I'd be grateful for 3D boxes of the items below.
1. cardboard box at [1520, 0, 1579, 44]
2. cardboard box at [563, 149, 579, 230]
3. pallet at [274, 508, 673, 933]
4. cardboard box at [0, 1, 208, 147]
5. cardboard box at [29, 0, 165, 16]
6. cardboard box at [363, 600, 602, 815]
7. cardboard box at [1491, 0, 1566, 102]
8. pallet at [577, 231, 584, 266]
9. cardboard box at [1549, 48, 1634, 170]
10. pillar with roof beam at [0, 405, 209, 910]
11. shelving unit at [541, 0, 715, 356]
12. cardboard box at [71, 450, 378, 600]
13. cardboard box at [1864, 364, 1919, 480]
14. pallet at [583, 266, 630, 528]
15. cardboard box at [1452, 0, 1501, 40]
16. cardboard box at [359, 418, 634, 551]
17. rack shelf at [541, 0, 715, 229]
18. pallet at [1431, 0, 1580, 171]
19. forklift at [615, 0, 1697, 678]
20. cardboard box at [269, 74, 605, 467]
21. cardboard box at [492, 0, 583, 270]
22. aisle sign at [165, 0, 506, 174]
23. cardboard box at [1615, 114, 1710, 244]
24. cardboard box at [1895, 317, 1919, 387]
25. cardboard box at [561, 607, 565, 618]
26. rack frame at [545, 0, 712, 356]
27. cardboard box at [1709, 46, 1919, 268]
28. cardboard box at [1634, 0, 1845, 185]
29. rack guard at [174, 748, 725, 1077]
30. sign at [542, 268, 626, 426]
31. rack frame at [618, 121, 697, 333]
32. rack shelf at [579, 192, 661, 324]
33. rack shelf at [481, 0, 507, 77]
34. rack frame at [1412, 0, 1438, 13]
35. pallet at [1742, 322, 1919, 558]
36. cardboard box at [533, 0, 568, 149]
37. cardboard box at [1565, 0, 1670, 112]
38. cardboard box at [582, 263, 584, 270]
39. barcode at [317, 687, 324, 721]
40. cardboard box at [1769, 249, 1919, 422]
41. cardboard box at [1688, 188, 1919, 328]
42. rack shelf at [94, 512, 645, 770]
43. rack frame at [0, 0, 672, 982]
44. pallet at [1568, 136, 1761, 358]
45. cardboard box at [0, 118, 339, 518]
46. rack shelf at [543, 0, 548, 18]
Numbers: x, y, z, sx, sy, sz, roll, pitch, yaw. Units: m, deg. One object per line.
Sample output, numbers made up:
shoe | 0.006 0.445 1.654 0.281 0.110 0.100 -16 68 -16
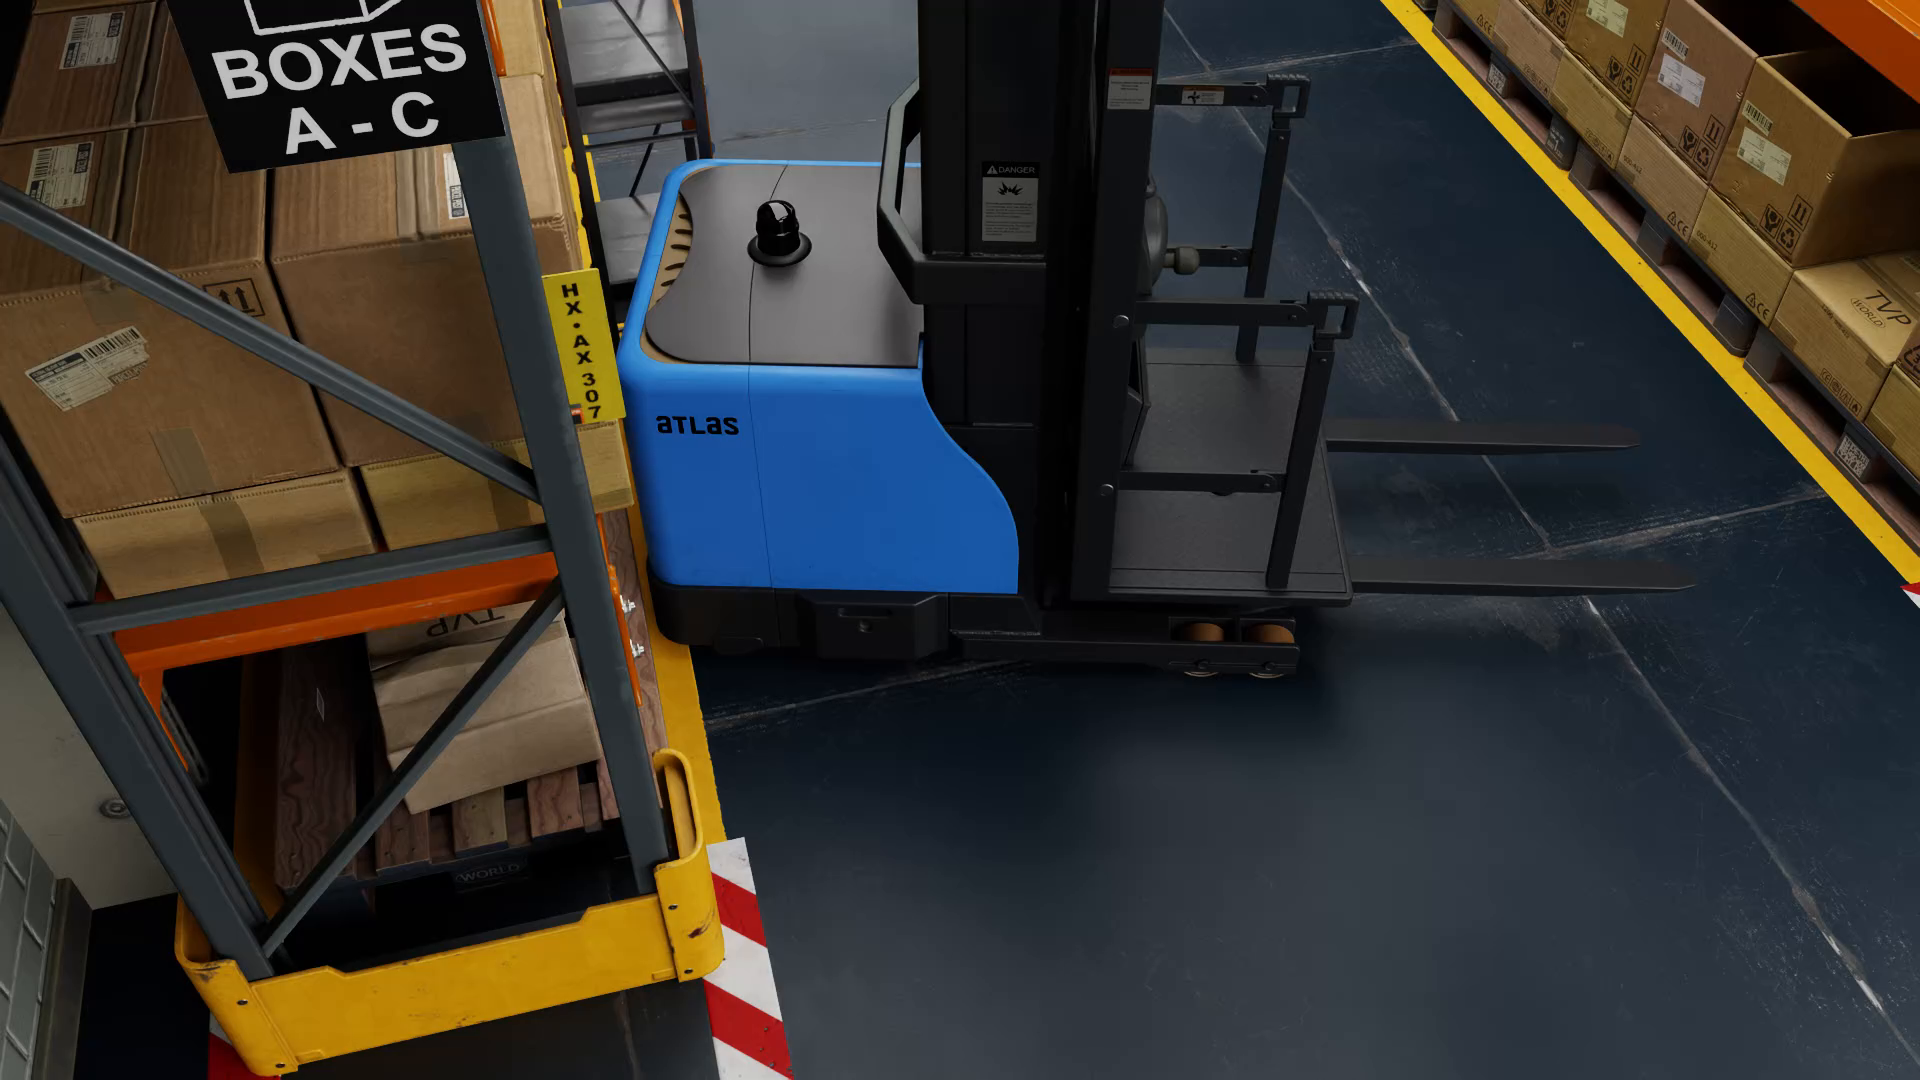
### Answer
cardboard box | 2.543 -2.321 6.531 0.500 0.500 0.500 -11 47 -10
cardboard box | -1.262 -0.983 4.205 0.500 0.250 0.500 -11 47 -11
pallet | -1.366 0.431 4.680 1.003 0.211 1.213 -11 47 -10
cardboard box | -1.618 -0.778 3.478 0.500 0.500 0.500 -10 46 -10
cardboard box | -1.755 -1.134 3.827 0.500 0.500 0.500 -12 47 -11
cardboard box | -1.263 0.368 4.364 0.500 0.311 0.500 -16 48 -15
cardboard box | 2.540 -2.058 6.798 0.500 0.250 0.500 -11 47 -10
pallet | -1.991 -1.254 6.331 1.003 0.211 1.213 -11 47 -10
cardboard box | 2.663 -1.712 6.459 0.500 0.250 0.500 -11 47 -10
pillar with roof beam | 1.973 -3.137 2.024 9.100 9.000 0.400 -11 47 -10
shelving unit | -1.011 -1.348 5.101 0.431 2.100 0.503 -11 47 -11
cardboard box | -1.480 -0.167 3.404 0.500 0.250 0.500 -10 46 -10
cardboard box | 3.192 -0.334 5.109 0.500 0.250 0.500 -11 47 -10
pallet | -1.675 -0.410 5.504 1.003 0.211 1.213 -11 47 -10
cardboard box | 2.417 -2.404 7.137 0.500 0.250 0.500 -11 47 -10
cardboard box | -0.991 -0.275 3.510 0.500 0.250 0.500 -12 47 -11
rack shelf | -1.011 -1.339 5.111 0.431 0.518 0.480 -11 47 -11
pallet | 2.754 -2.062 7.123 1.003 0.211 1.213 -11 47 -10
forklift | 0.630 -1.011 4.189 3.031 2.935 1.130 1 46 1
cardboard box | -1.004 -0.527 3.232 0.500 0.500 0.500 -11 47 -10
cardboard box | -1.121 -0.870 3.568 0.500 0.500 0.500 -11 47 -10
aisle sign | -0.864 -0.840 2.153 0.394 0.787 0.004 -11 47 -10
cardboard box | 2.796 -1.368 6.121 0.500 0.250 0.500 -11 47 -10
cardboard box | 3.190 -0.596 4.840 0.500 0.500 0.500 -11 47 -10
cardboard box | -1.409 -0.026 4.750 0.500 0.311 0.500 -7 46 -7
rack frame | -0.945 -1.181 4.937 0.400 2.100 0.015 -11 47 -11
cardboard box | 2.920 -1.284 5.514 0.500 0.500 0.500 -11 47 -10
cardboard box | 2.793 -1.630 5.853 0.500 0.500 0.500 -11 47 -10
rack guard | -1.192 0.897 4.021 1.175 0.500 0.348 -11 47 -10
sign | -0.648 -0.328 2.865 0.100 0.325 0.005 -11 47 -10
rack frame | -1.076 -1.516 5.266 0.400 2.100 0.015 -11 47 -11
rack shelf | -1.011 -0.849 5.611 0.431 0.518 0.480 -11 47 -11
rack shelf | -1.685 -2.104 3.615 1.077 0.370 4.000 -11 47 -10
rack frame | 2.591 -3.595 6.673 1.000 3.000 0.127 -11 47 -10
pallet | 3.379 -0.378 5.472 1.003 0.211 1.213 -11 47 -10
cardboard box | -1.247 -1.228 3.919 0.500 0.500 0.500 -12 47 -12
cardboard box | 2.663 -1.974 6.191 0.500 0.500 0.500 -11 47 -10
cardboard box | -1.137 -0.631 3.859 0.500 0.250 0.500 -12 47 -12
barcode | -1.654 0.425 4.301 0.001 0.075 0.075 -11 47 -10
cardboard box | 3.052 -0.677 5.445 0.500 0.250 0.500 -11 47 -10
cardboard box | 2.923 -1.022 5.783 0.500 0.250 0.500 -11 47 -10
rack shelf | -1.685 -1.054 4.687 1.077 0.370 4.000 -11 47 -10
rack frame | -1.173 0.075 3.076 1.000 3.000 0.127 -11 47 -10
pallet | 3.070 -1.219 6.296 1.003 0.211 1.213 -11 47 -10
cardboard box | -1.499 -0.429 3.136 0.500 0.500 0.500 -11 47 -11
rack shelf | -1.011 -1.829 4.611 0.431 0.518 0.480 -11 47 -11
